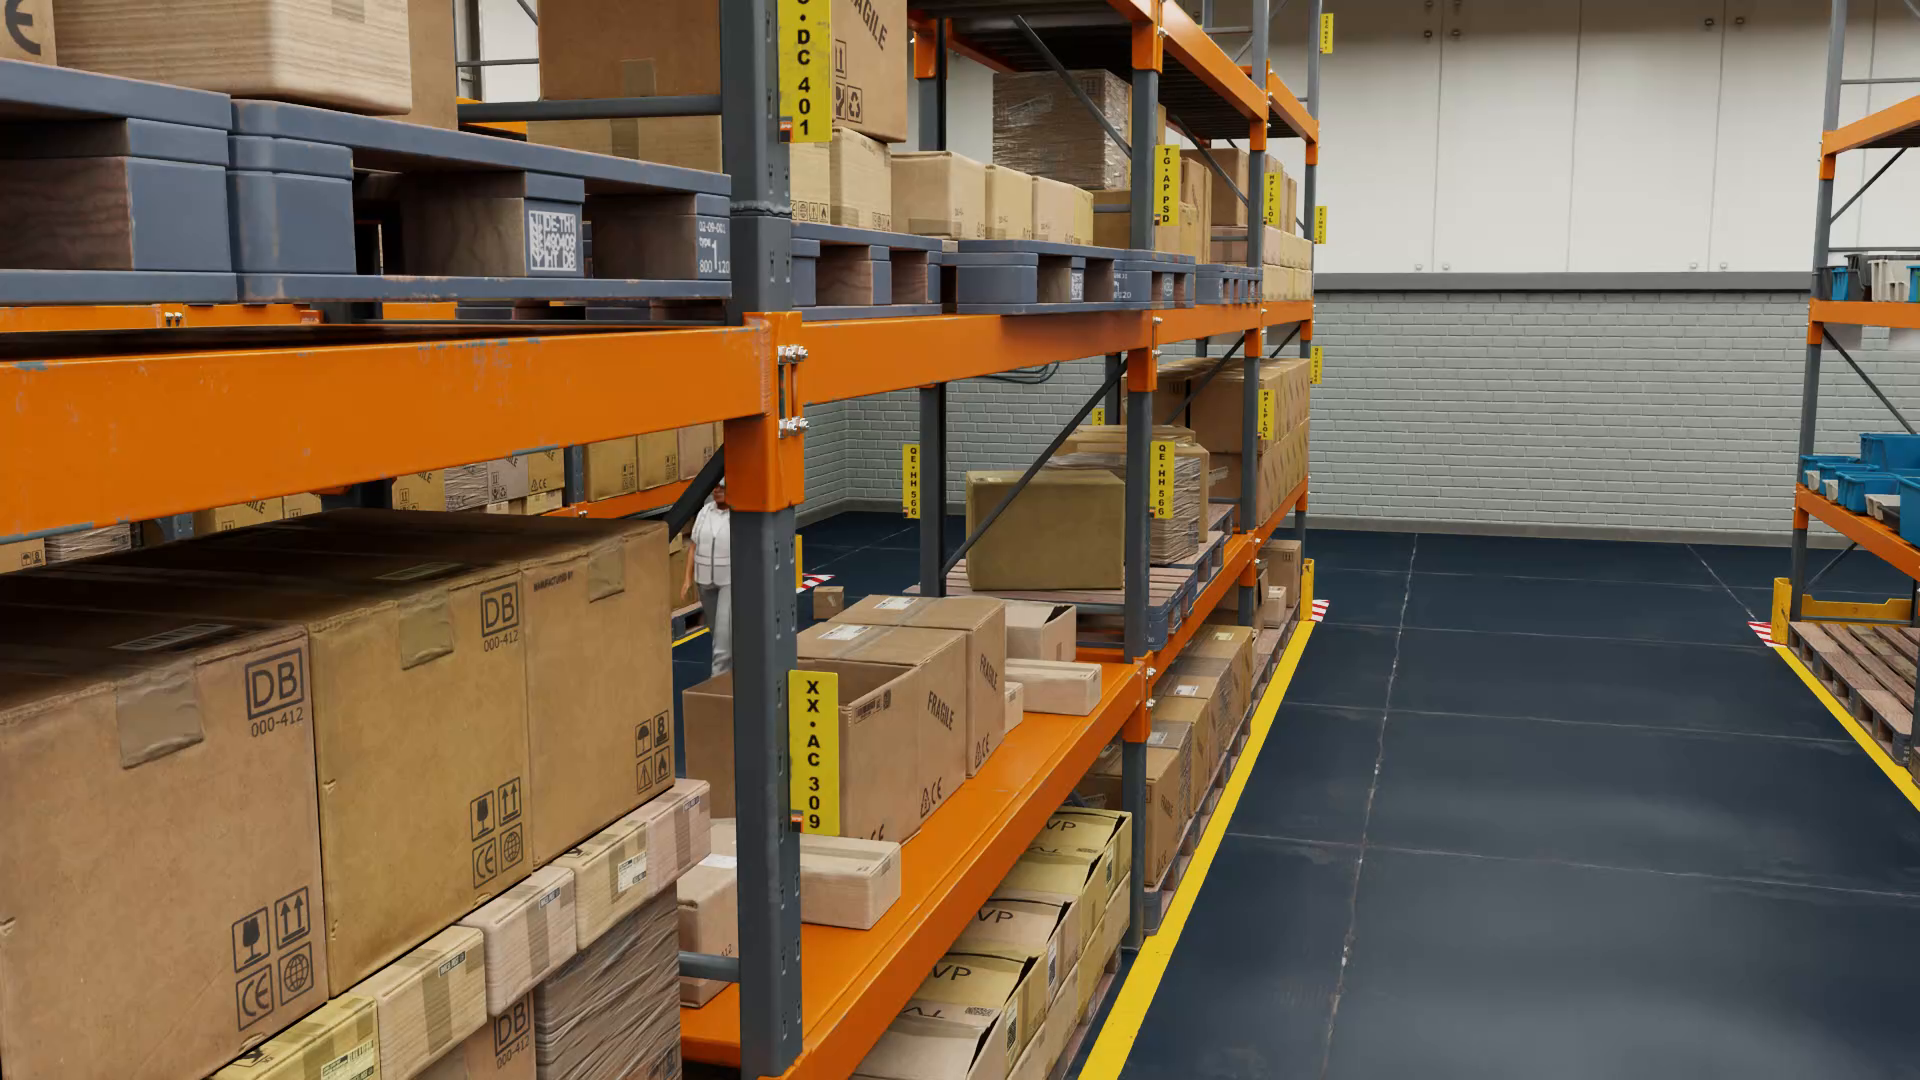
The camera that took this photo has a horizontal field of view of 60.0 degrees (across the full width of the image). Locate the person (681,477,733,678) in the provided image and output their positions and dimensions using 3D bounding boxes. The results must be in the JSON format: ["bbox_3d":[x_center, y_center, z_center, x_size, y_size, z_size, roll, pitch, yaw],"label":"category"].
[{"bbox_3d":[-1.697,0.299,11.802,0.497,1.613,0.990,3,9,19],"label":"person"}]
